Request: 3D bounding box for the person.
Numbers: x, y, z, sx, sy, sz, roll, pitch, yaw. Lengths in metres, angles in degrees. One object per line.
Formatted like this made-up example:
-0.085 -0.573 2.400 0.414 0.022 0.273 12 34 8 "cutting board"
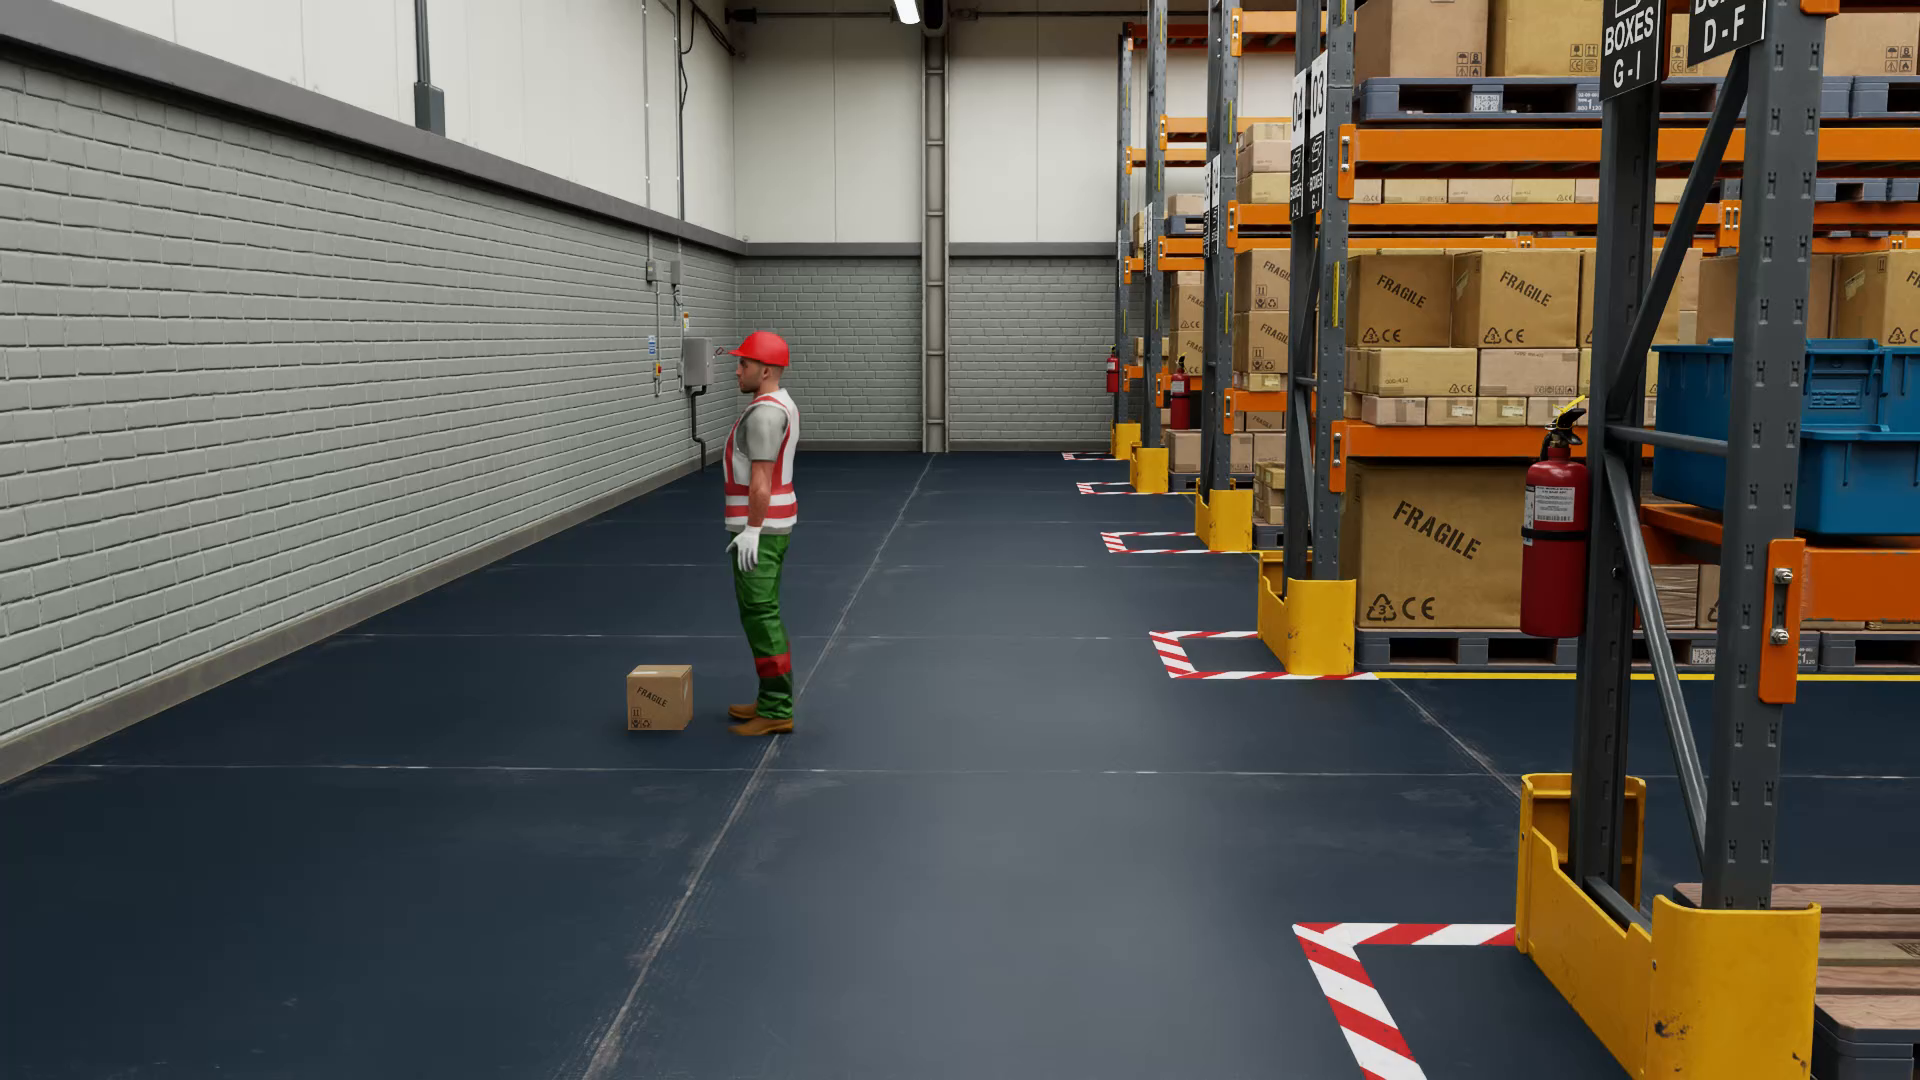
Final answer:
-0.906 -0.029 7.484 0.361 1.810 0.525 0 7 3 "person"
